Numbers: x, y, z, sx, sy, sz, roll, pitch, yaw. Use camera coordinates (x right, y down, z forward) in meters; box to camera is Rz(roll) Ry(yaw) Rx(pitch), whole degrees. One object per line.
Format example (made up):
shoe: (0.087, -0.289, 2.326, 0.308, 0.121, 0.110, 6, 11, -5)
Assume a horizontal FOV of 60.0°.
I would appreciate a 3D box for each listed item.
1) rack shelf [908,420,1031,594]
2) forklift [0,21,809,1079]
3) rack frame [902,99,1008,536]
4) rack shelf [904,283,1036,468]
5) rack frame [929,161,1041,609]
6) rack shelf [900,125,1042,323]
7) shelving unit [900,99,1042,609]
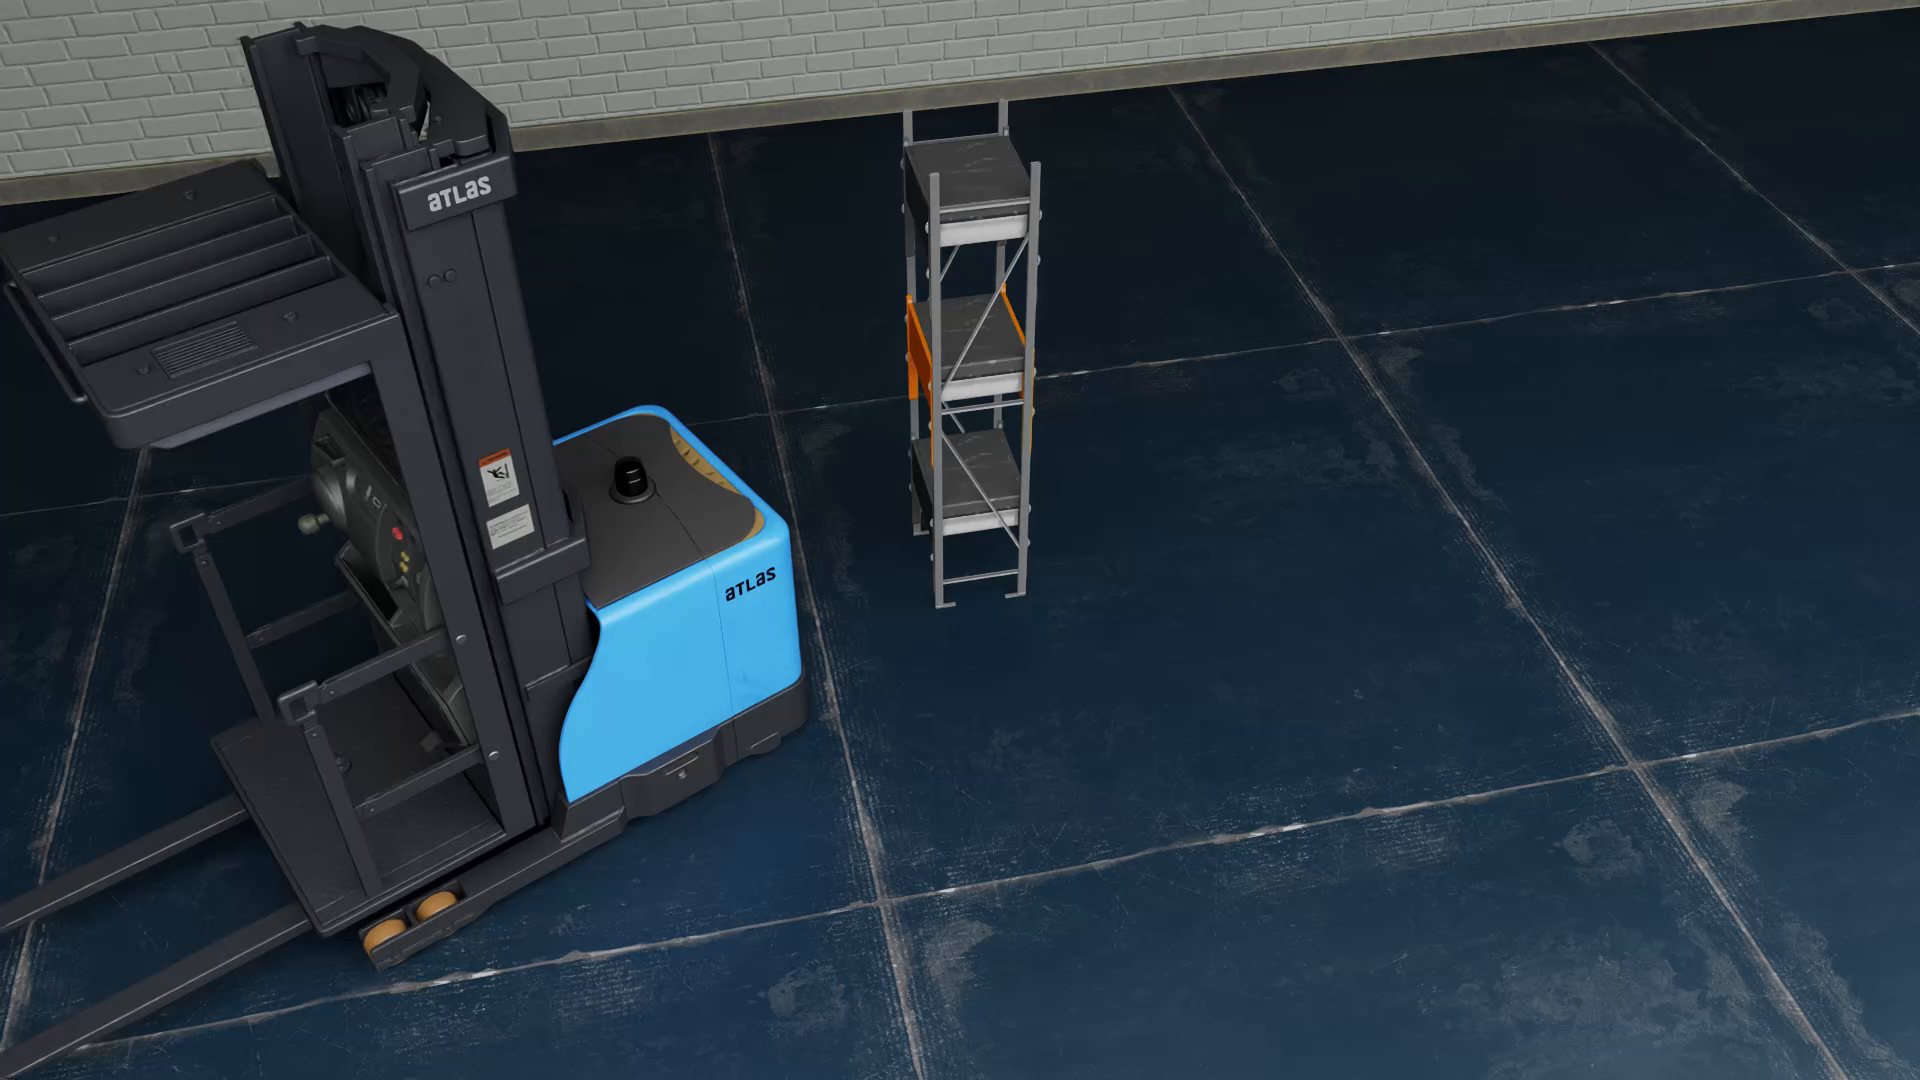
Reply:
rack shelf: (0.036, -0.144, 7.188, 0.431, 0.518, 0.480, -8, 42, -9)
forklift: (-2.079, 0.000, 5.324, 3.031, 2.935, 1.130, -27, 48, -27)
rack frame: (-0.017, -0.836, 6.892, 0.400, 2.100, 0.015, -8, 42, -9)
rack shelf: (0.036, -0.668, 6.723, 0.431, 0.518, 0.480, -8, 42, -9)
rack frame: (0.088, -0.520, 6.536, 0.400, 2.100, 0.015, -8, 42, -9)
rack shelf: (0.036, -1.191, 6.258, 0.431, 0.518, 0.480, -8, 42, -9)
shelving unit: (0.036, -0.678, 6.714, 0.431, 2.100, 0.503, -8, 42, -9)
